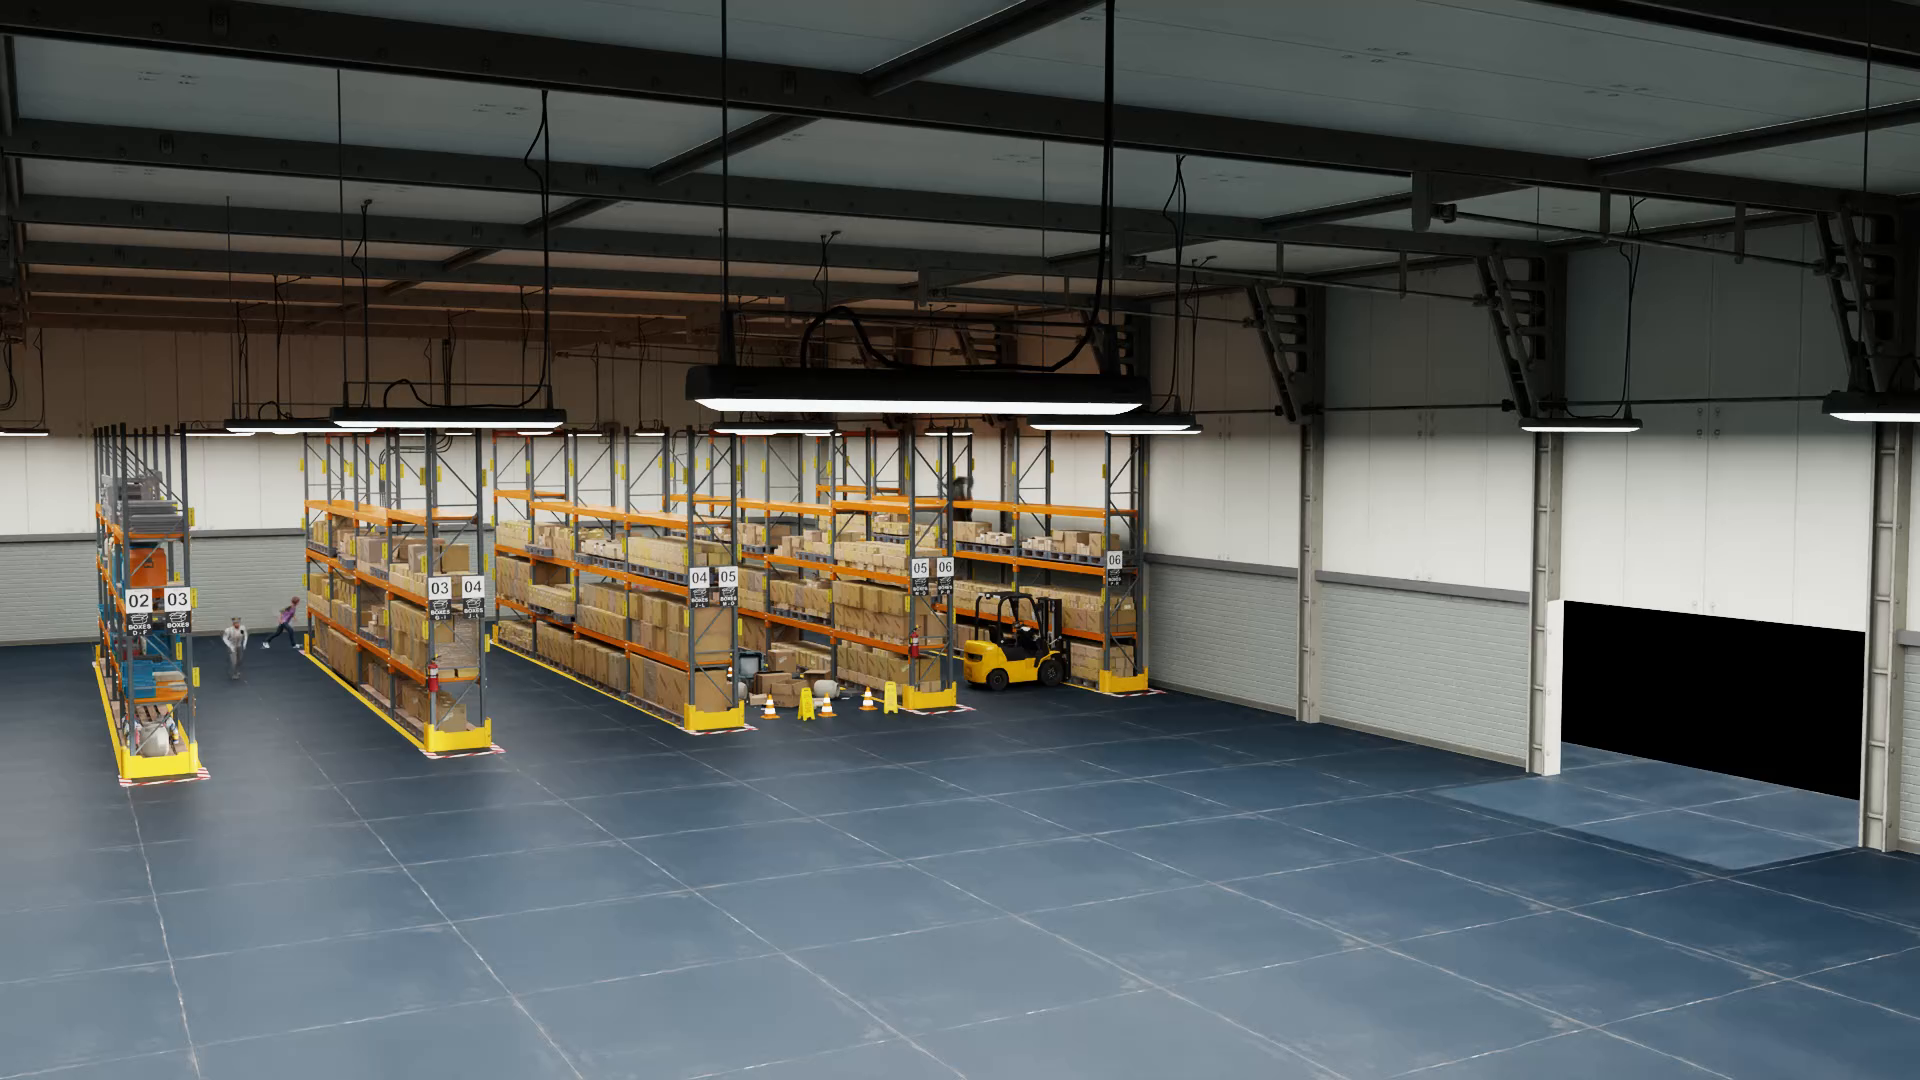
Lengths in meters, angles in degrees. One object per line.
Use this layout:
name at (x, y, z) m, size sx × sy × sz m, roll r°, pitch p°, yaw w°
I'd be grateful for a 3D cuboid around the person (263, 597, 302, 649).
person at (-18.441, 2.250, 45.260) m, size 1.051 × 1.422 × 0.525 m, roll 0°, pitch 3°, yaw -1°

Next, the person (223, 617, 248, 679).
person at (-17.329, 2.559, 39.717) m, size 0.848 × 1.517 × 0.614 m, roll 3°, pitch 4°, yaw 38°
